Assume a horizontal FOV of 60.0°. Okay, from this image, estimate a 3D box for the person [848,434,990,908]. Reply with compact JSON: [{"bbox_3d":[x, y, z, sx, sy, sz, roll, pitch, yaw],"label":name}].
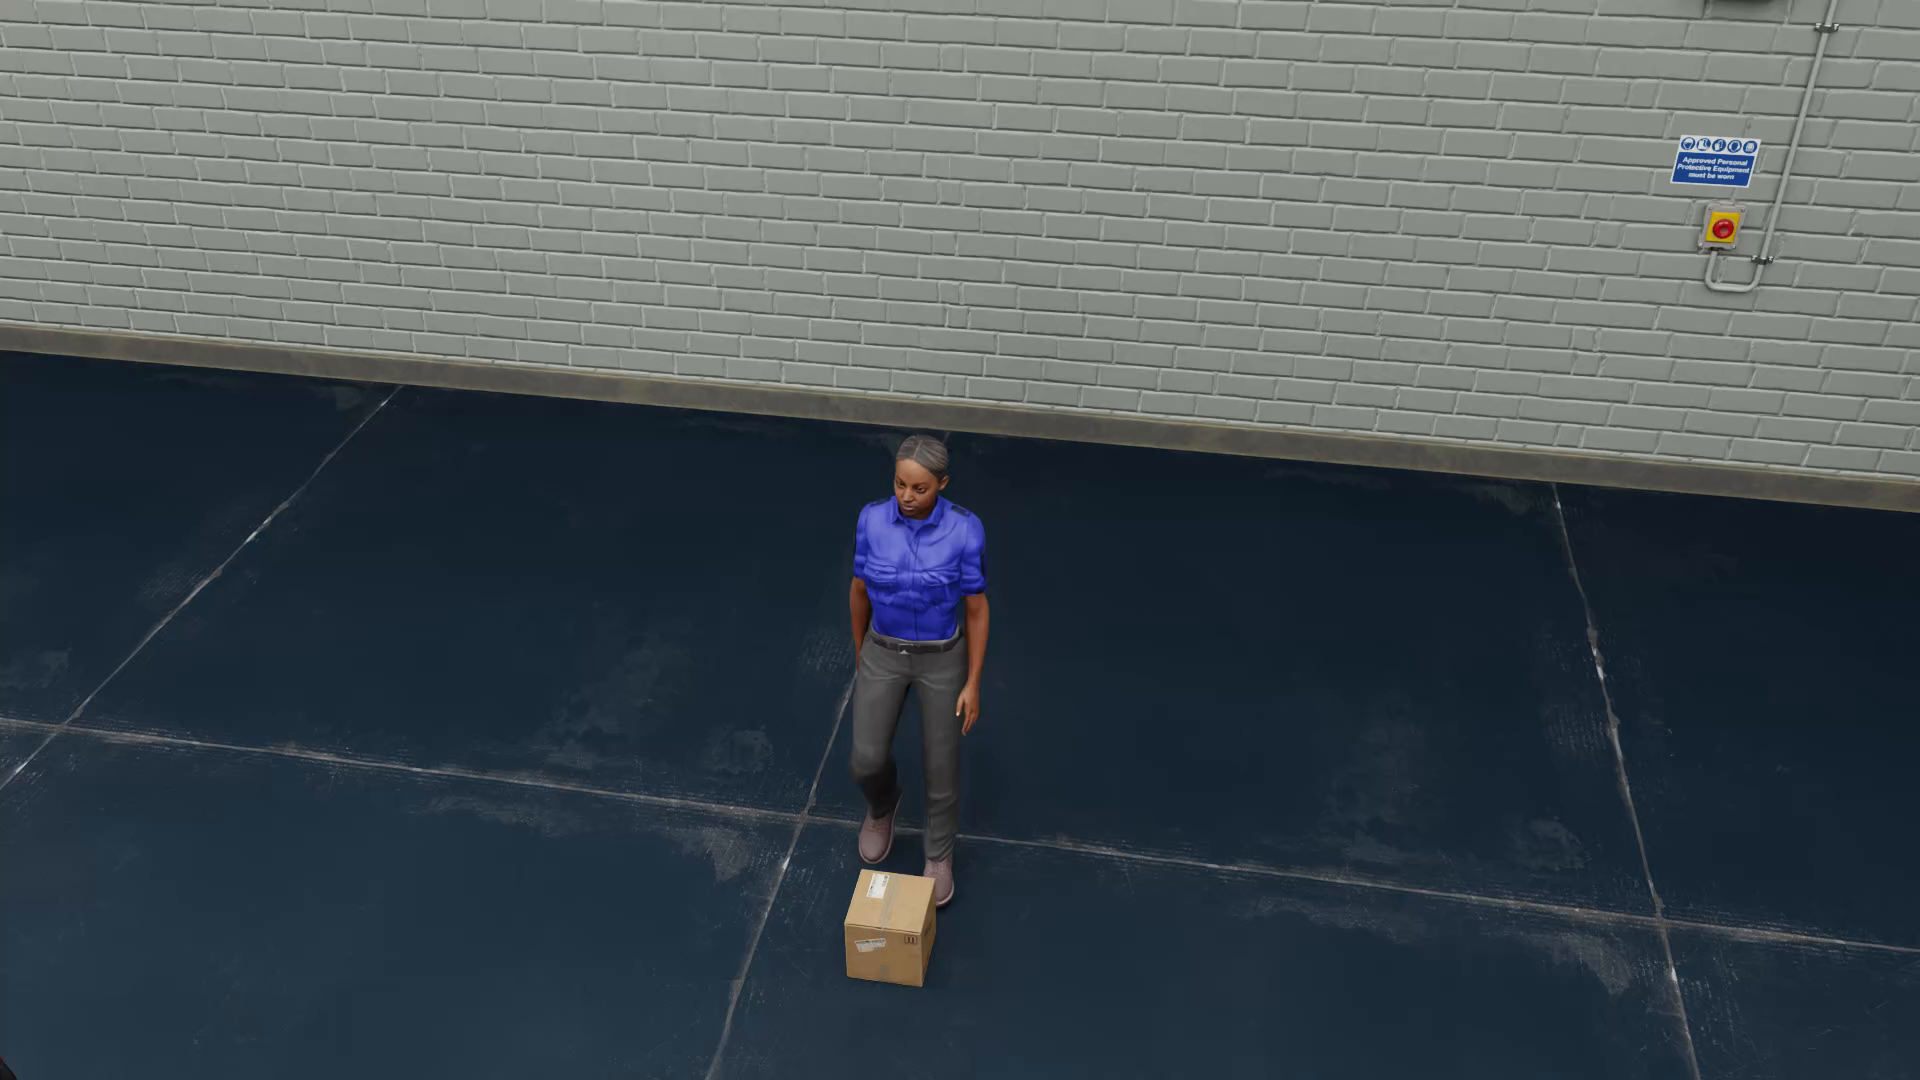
[{"bbox_3d":[-0.144,0.453,5.430,0.470,1.688,0.476,4,33,7],"label":"person"}]
